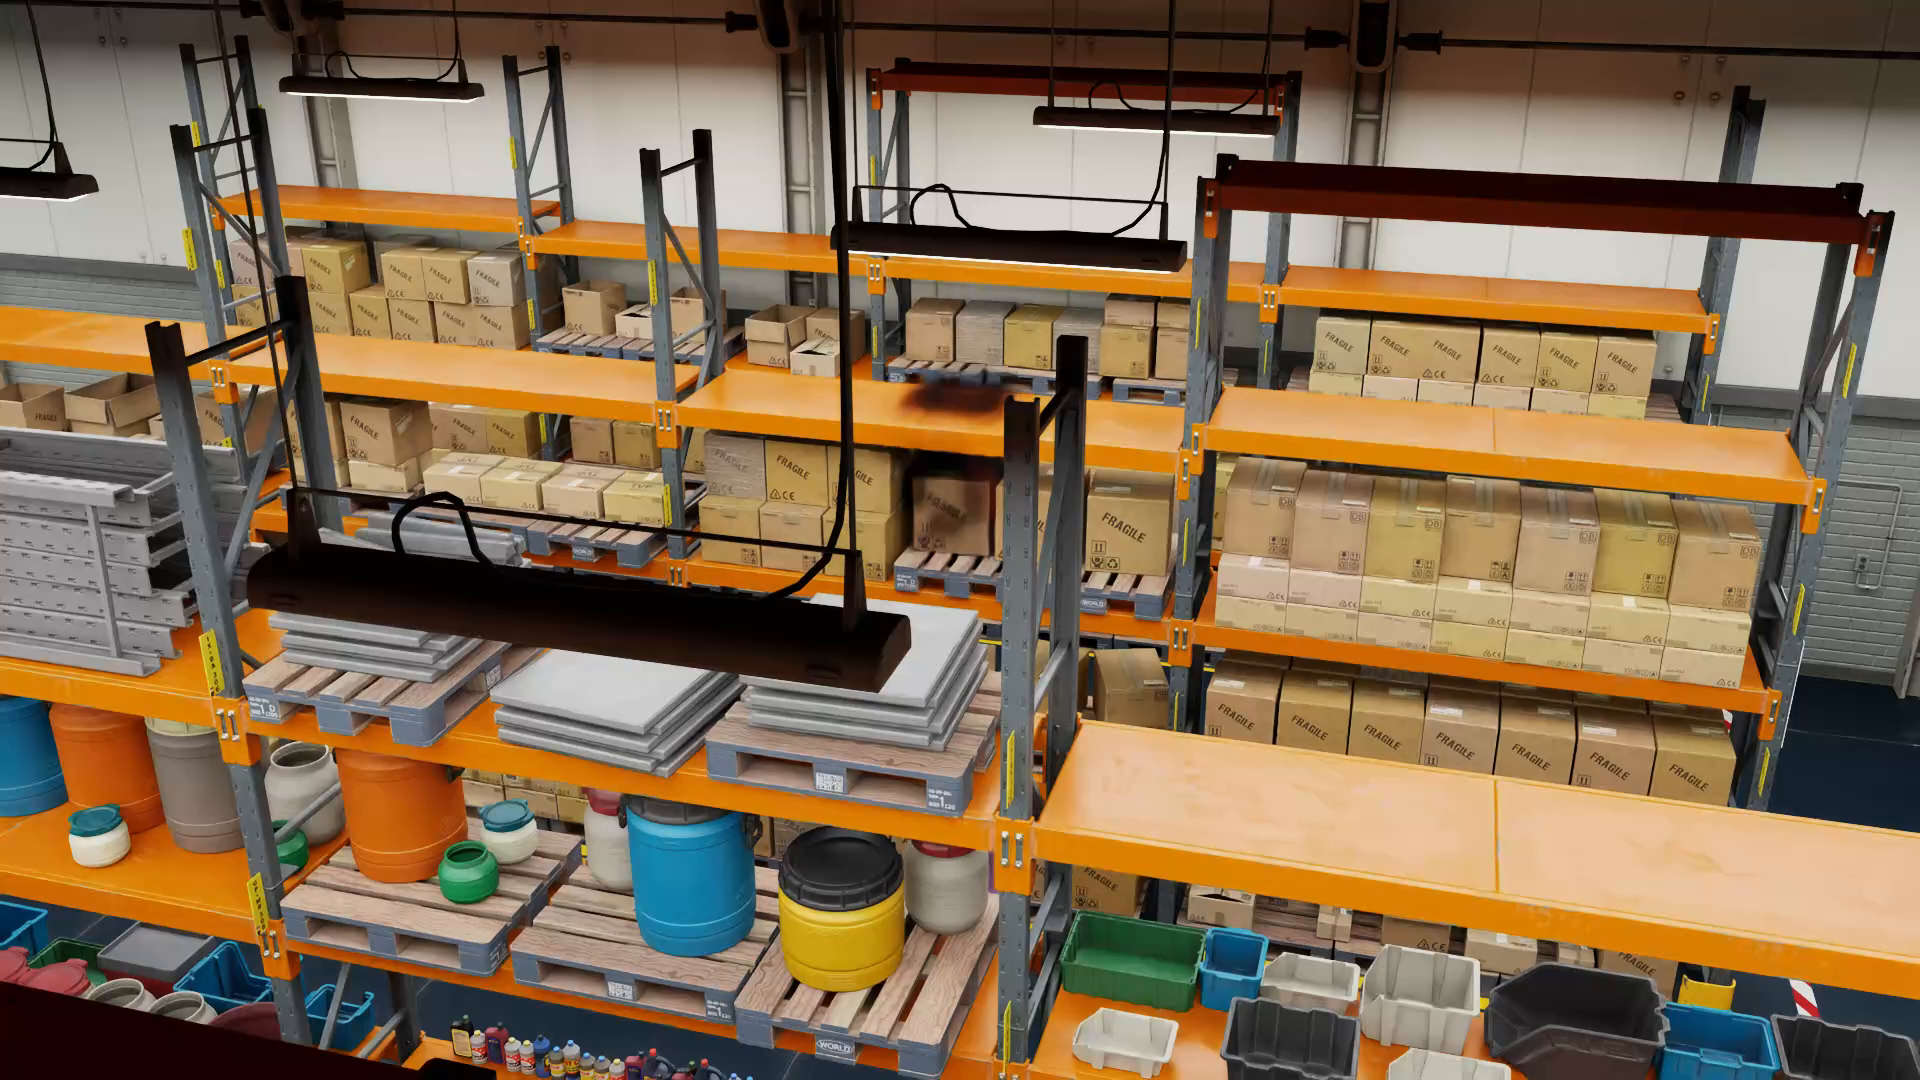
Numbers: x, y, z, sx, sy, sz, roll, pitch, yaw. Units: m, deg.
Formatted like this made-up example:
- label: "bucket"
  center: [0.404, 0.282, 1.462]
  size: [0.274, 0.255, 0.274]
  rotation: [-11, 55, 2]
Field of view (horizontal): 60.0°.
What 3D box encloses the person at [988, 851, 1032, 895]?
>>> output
- label: "person"
  center: [0.329, 2.670, 11.981]
  size: [0.419, 1.494, 0.345]
  rotation: [13, 26, 28]
